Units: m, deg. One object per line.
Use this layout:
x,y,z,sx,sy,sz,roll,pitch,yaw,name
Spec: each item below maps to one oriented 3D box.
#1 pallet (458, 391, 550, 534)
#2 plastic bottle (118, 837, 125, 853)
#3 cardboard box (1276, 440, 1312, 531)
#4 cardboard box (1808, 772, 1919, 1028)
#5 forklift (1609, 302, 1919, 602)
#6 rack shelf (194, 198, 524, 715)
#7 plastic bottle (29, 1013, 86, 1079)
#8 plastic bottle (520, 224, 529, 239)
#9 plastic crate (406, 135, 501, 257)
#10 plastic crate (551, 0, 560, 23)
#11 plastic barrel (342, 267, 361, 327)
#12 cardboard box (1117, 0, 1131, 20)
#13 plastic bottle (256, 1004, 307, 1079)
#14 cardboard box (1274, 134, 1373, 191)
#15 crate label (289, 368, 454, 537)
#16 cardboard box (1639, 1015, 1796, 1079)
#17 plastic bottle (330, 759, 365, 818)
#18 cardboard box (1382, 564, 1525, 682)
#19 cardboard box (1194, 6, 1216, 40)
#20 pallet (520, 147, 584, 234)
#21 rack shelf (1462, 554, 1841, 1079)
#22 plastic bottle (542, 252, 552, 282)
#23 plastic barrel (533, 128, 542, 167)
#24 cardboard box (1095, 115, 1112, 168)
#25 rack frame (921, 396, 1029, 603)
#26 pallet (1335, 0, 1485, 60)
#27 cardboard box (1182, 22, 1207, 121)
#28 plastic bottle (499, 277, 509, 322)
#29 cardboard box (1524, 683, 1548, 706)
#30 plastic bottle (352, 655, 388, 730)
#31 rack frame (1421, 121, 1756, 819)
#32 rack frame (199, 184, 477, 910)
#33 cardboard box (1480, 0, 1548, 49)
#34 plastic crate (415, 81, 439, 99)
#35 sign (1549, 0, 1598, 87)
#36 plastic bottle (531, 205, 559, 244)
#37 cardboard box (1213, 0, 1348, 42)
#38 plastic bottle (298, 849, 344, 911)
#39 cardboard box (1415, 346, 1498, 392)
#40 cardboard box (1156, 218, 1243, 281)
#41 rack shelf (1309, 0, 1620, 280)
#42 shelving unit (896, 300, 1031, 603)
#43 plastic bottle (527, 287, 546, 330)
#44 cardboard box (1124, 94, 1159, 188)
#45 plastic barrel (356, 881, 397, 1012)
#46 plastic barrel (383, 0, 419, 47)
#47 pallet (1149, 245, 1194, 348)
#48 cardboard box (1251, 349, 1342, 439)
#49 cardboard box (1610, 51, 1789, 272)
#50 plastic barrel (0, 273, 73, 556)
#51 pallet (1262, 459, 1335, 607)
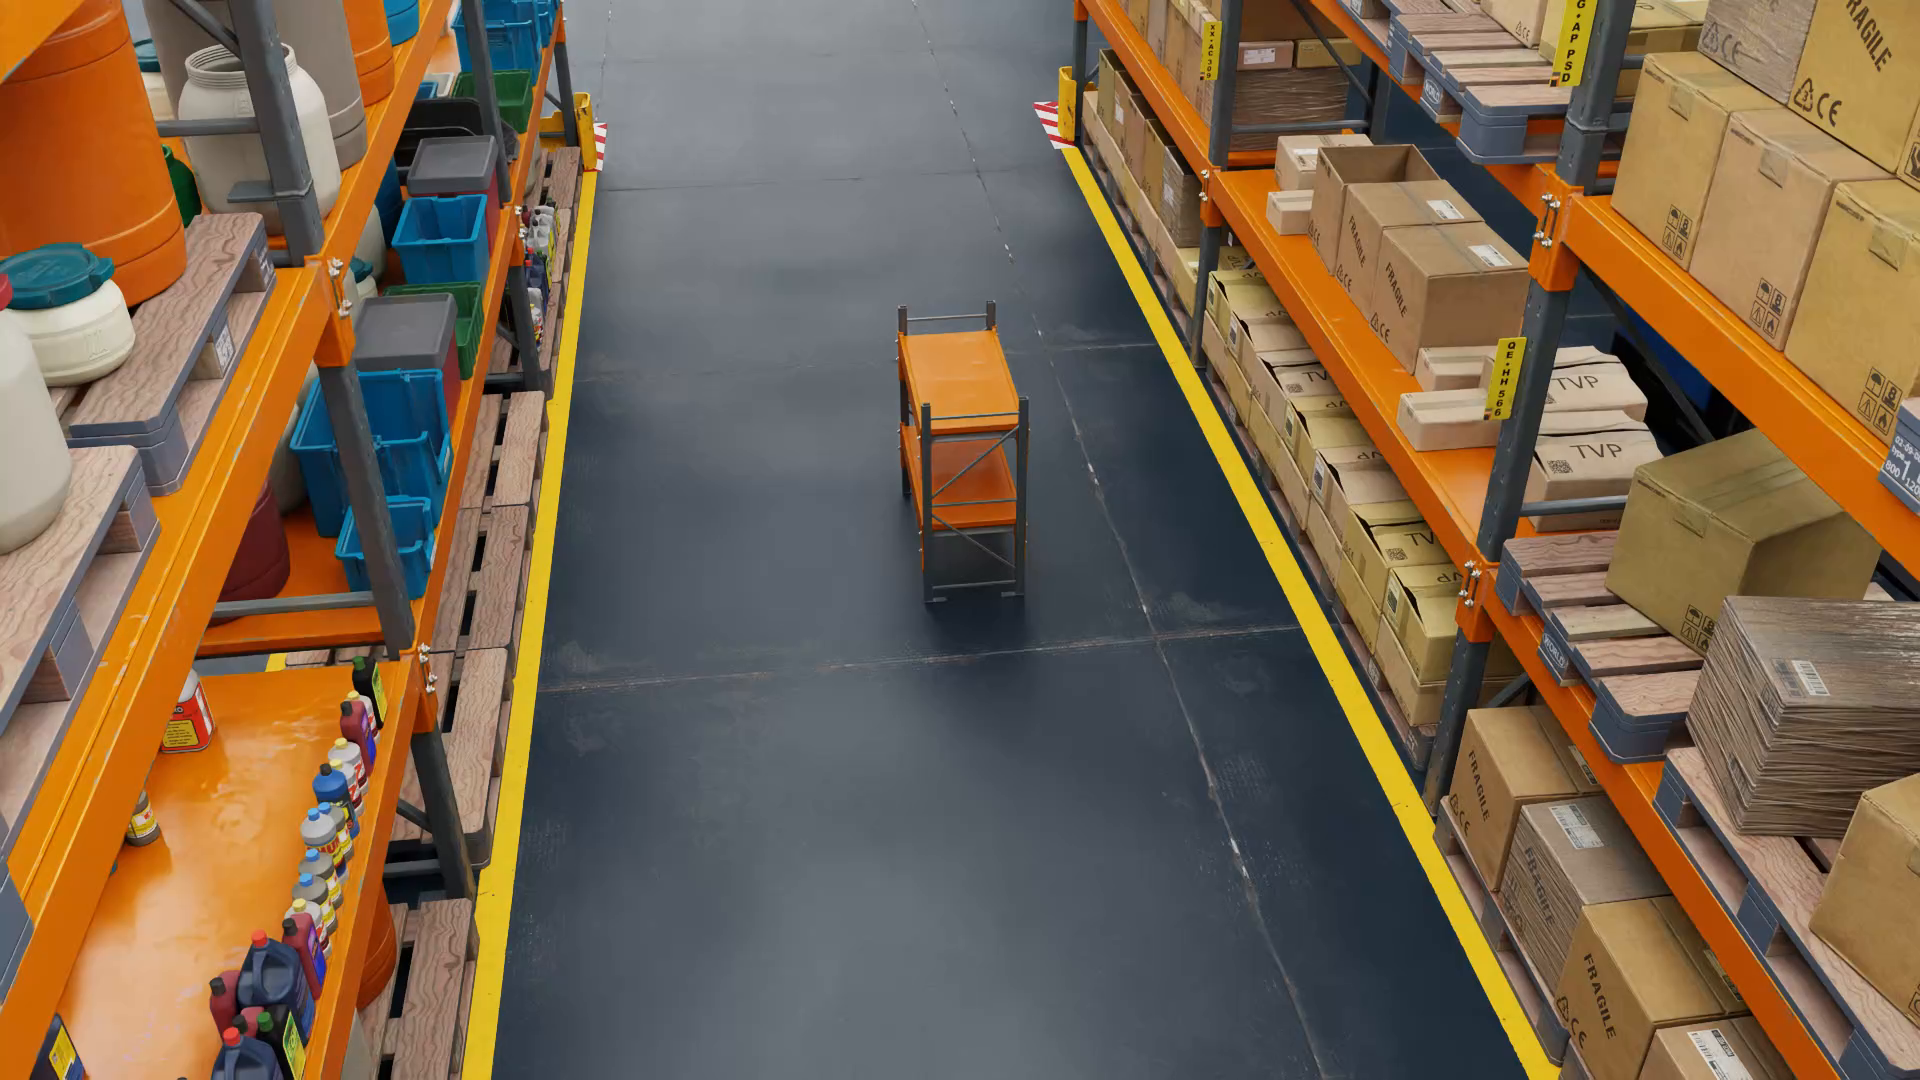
-2.823,-0.406,9.158,1.003,0.211,1.213,-4,35,-6,pallet
-2.629,0.814,5.002,0.152,0.276,0.135,-4,35,-6,plastic bottle
1.957,-0.302,8.598,0.500,0.250,0.500,-4,34,-5,cardboard box
2.718,0.902,4.302,0.700,0.500,0.500,-13,36,-18,cardboard box
4.719,-1.472,8.307,1.130,2.935,3.031,-5,35,-8,forklift
-2.699,-0.580,7.576,1.077,0.370,4.000,-4,35,-6,rack shelf
-2.355,1.302,4.220,0.144,0.351,0.185,-4,35,-6,plastic bottle
-2.920,-2.019,11.144,0.097,0.201,0.097,0,34,0,plastic bottle
-2.599,-1.773,8.631,0.402,0.464,0.583,-4,35,-6,plastic crate
-3.142,-3.907,11.952,0.499,0.251,0.616,-4,35,-6,plastic crate
-2.958,-1.090,7.565,0.433,0.535,0.433,0,34,0,plastic barrel
1.529,-4.086,11.993,0.700,0.500,0.500,-4,34,-5,cardboard box
-1.756,1.296,4.289,0.061,0.283,0.133,-4,35,-6,plastic bottle
2.051,-2.033,9.203,0.500,0.250,0.500,-2,34,-3,cardboard box
-2.295,-0.351,6.570,0.502,0.435,0.616,-4,35,-6,crate label
2.471,1.855,5.193,0.500,0.500,0.500,-5,35,-8,cardboard box
-1.911,0.763,5.143,0.097,0.201,0.097,0,34,0,plastic bottle
2.165,0.323,7.183,0.500,0.311,0.500,-3,34,-5,cardboard box
1.623,-3.095,9.964,0.380,0.149,0.250,-5,35,-8,cardboard box
-3.345,-2.581,12.349,1.003,0.211,1.213,-4,35,-6,pallet
2.748,1.279,4.848,1.077,0.370,4.000,-4,35,-6,rack shelf
-2.705,-1.766,10.772,0.097,0.201,0.097,0,34,0,plastic bottle
-3.341,-3.010,12.339,0.421,0.512,0.421,0,34,0,plastic barrel
1.326,-3.041,12.618,0.500,0.250,0.500,-4,35,-6,cardboard box
0.069,-0.177,8.011,0.500,1.125,0.032,-4,35,-6,rack frame
2.146,-2.292,6.953,1.003,0.211,1.213,-3,34,-4,pallet
1.798,-2.949,10.325,0.700,0.500,0.500,-5,35,-7,cardboard box
-2.808,-1.552,10.325,0.144,0.351,0.185,-4,35,-6,plastic bottle
2.700,0.514,7.401,0.500,0.250,0.500,-4,35,-7,cardboard box
-1.952,0.480,5.485,0.061,0.283,0.133,-4,35,-6,plastic bottle
2.479,-0.134,6.284,1.000,3.000,0.127,-4,35,-6,rack frame
-2.430,0.239,5.736,1.000,3.000,0.127,-4,35,-6,rack frame
2.274,-2.026,6.155,0.500,0.250,0.500,-3,34,-5,cardboard box
-3.385,-2.529,9.929,0.499,0.251,0.616,-4,35,-6,plastic crate
1.928,-1.583,5.216,0.100,0.325,0.005,-4,35,-6,sign
-2.817,-2.147,11.265,0.152,0.276,0.135,-4,34,-6,plastic bottle
1.875,-3.191,9.528,0.700,0.500,0.500,-4,34,-6,cardboard box
-1.858,0.980,4.824,0.097,0.201,0.097,0,34,0,plastic bottle
2.252,-0.738,7.392,0.380,0.149,0.250,-2,34,-3,cardboard box
1.605,-1.926,10.981,0.500,0.250,0.500,-4,35,-6,cardboard box
2.210,-2.193,7.279,1.077,0.370,4.000,-4,35,-6,rack shelf
0.001,-0.461,8.428,0.538,1.125,1.048,-4,35,-6,shelving unit
-2.647,-1.439,10.226,0.152,0.276,0.135,-3,34,-5,plastic bottle
1.454,-2.792,11.587,0.500,0.500,0.500,-4,35,-6,cardboard box
-2.347,1.234,5.830,0.600,0.830,0.708,-4,35,-6,plastic barrel
-2.508,-2.443,6.562,0.600,0.901,0.708,-4,35,-6,plastic barrel
1.876,-1.661,11.000,1.003,0.211,1.213,-4,35,-6,pallet
1.883,-0.818,8.857,0.500,0.311,0.500,-5,35,-8,cardboard box
2.571,-1.174,5.057,0.910,0.500,0.500,-4,35,-6,cardboard box
-2.042,-0.253,3.300,0.433,0.535,0.433,0,34,0,plastic barrel
2.246,-0.124,8.744,1.003,0.211,1.213,-4,35,-6,pallet
